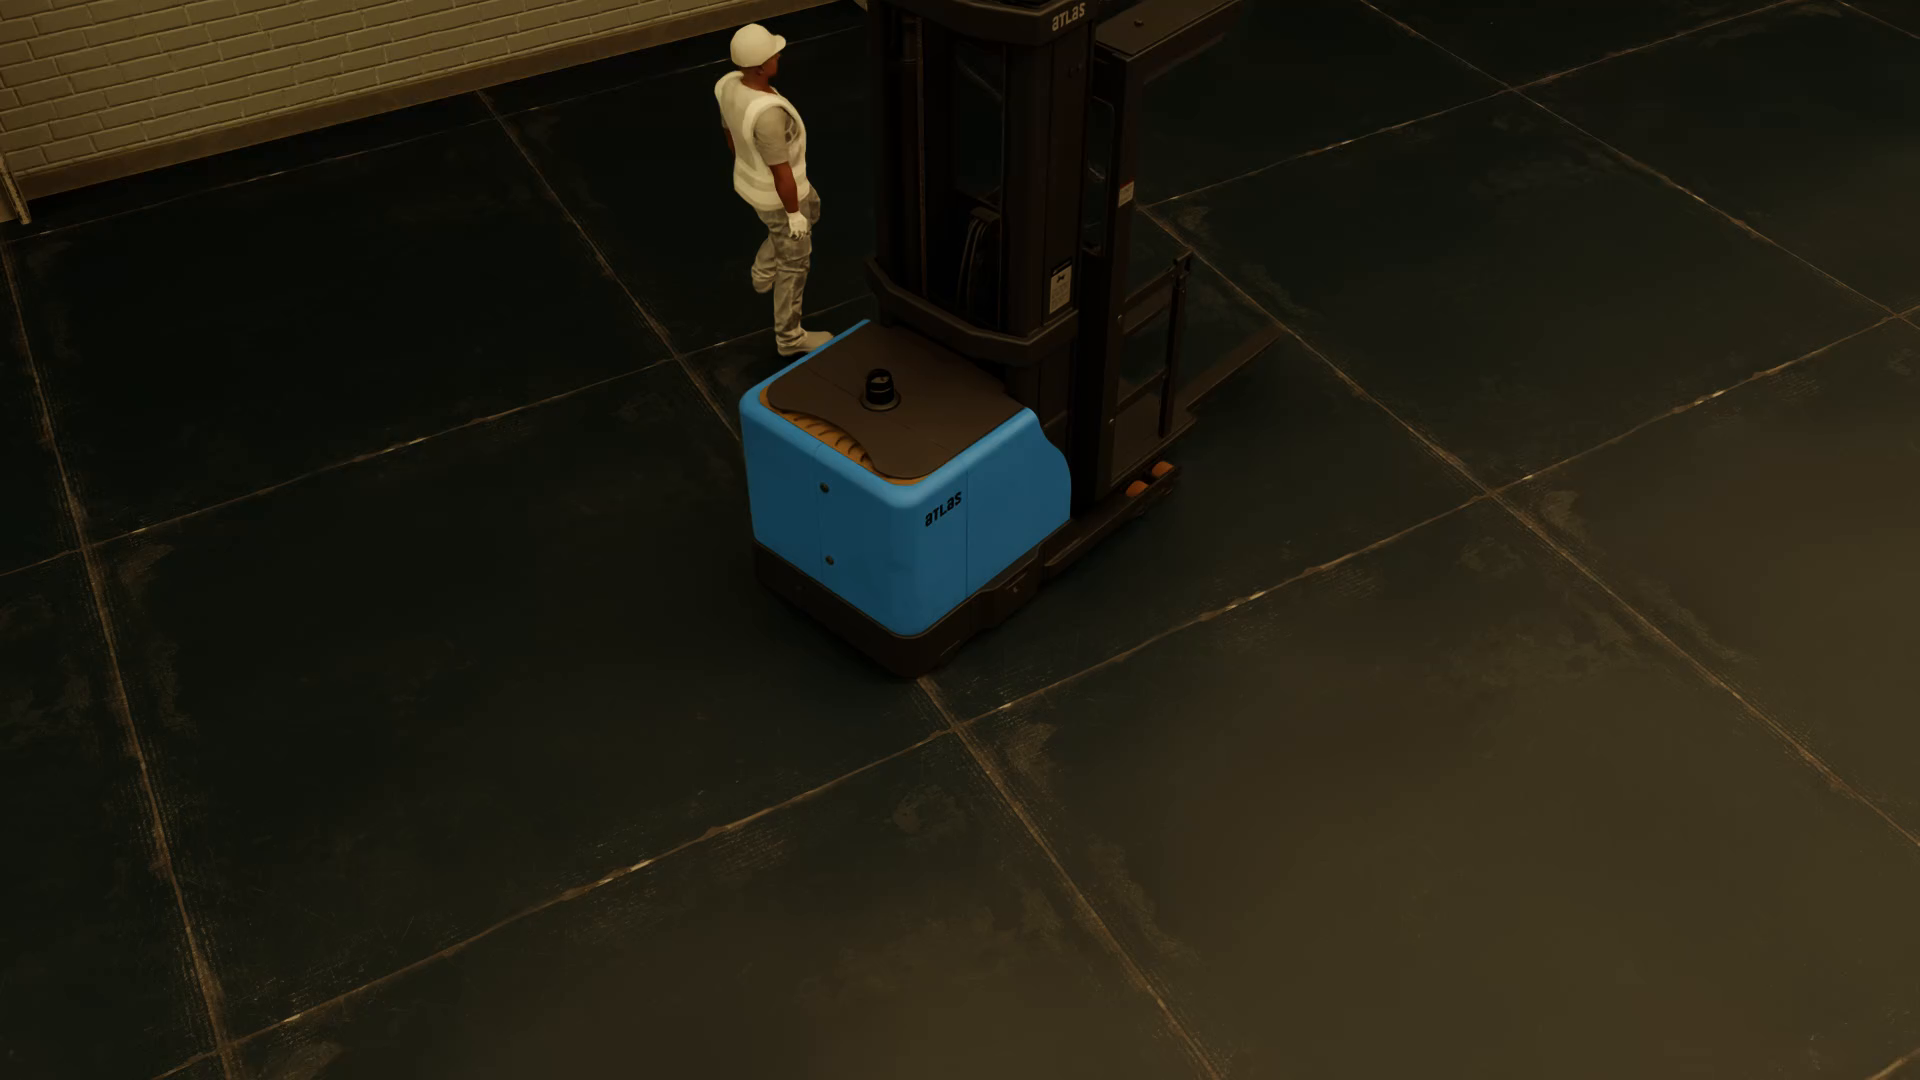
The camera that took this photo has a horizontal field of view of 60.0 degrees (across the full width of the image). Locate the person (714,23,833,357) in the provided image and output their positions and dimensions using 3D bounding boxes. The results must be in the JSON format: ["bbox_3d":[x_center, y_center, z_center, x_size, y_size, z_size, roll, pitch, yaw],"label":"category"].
[{"bbox_3d":[-0.879,-1.796,8.423,0.531,1.783,0.638,-24,48,-24],"label":"person"}]

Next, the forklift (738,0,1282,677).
[{"bbox_3d":[0.423,-1.405,7.213,1.130,2.935,3.031,32,51,30],"label":"forklift"}]
